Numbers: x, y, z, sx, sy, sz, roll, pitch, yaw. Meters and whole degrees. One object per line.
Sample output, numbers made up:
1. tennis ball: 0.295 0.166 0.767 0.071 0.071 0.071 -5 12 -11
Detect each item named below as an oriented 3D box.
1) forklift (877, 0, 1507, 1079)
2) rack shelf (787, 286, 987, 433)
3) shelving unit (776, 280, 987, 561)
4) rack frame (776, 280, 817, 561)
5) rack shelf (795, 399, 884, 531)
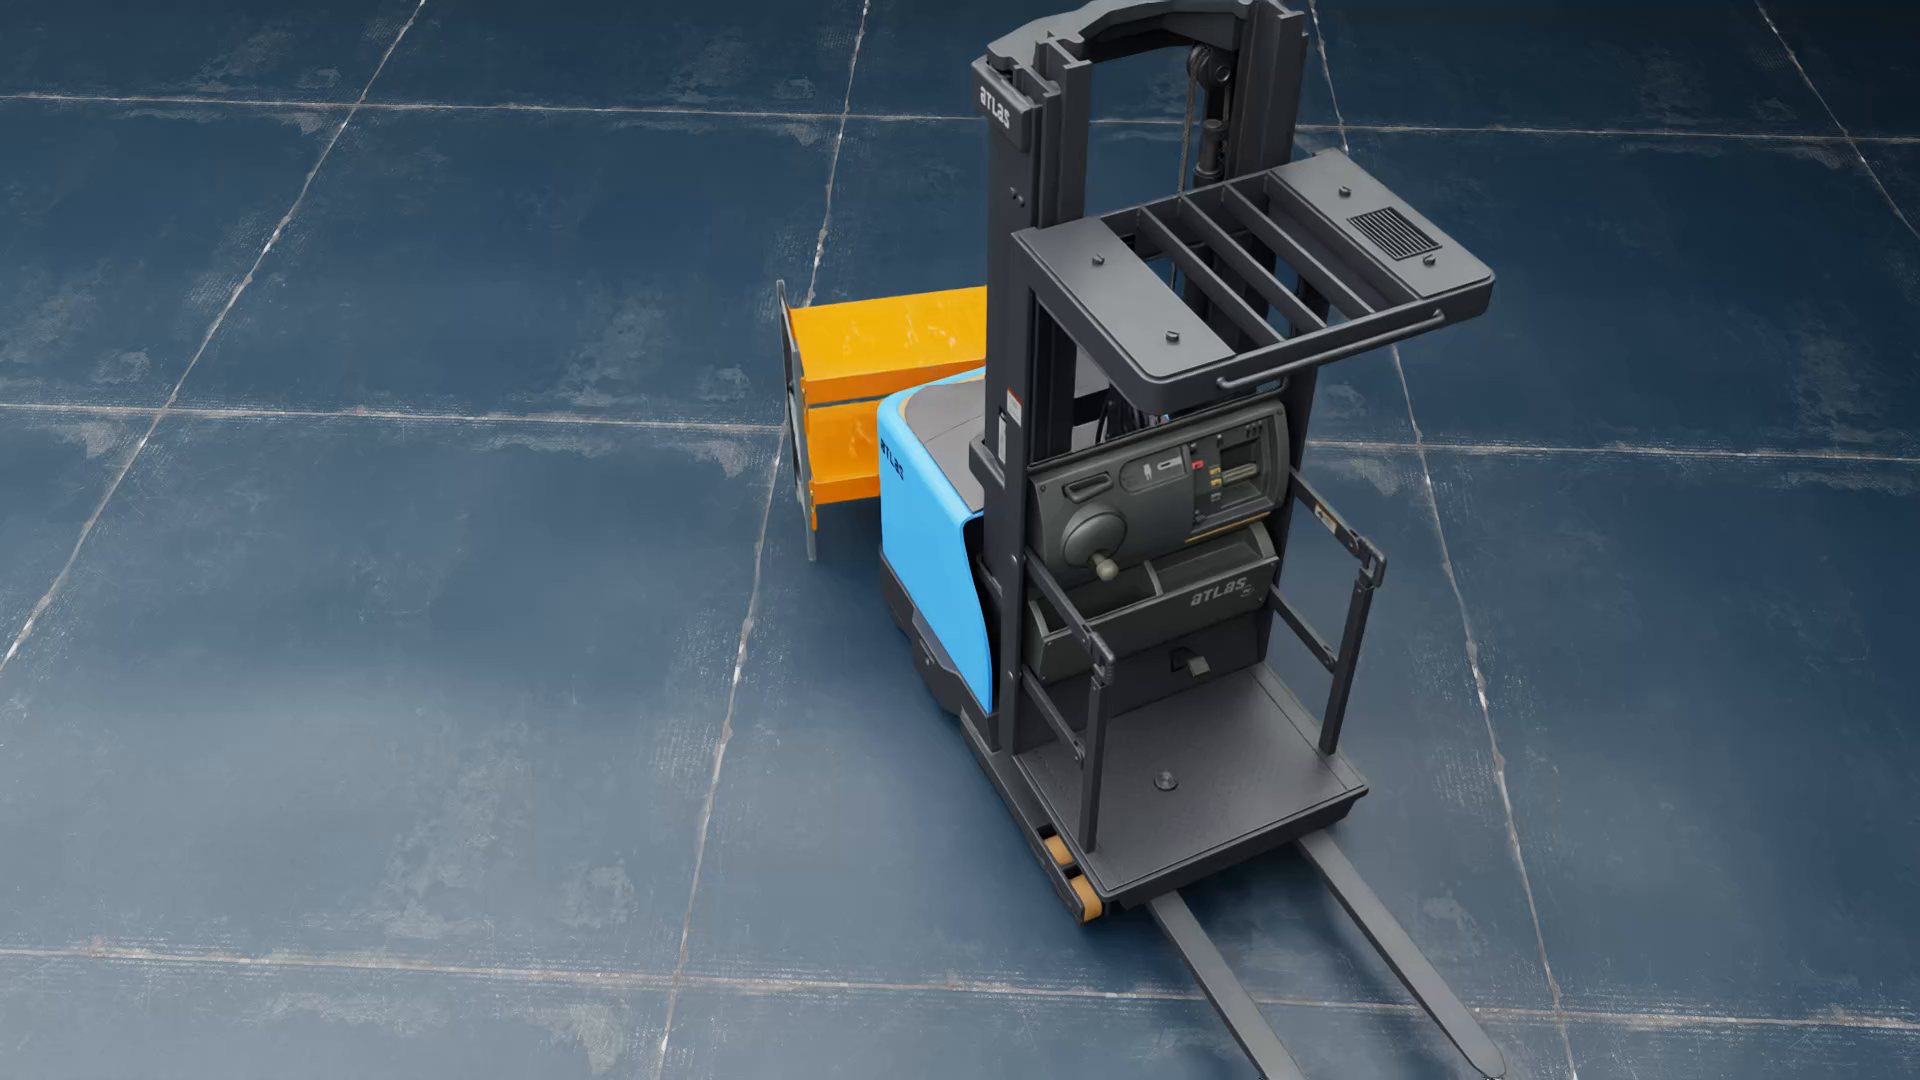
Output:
1. forklift: 0.761 -0.070 5.260 1.130 2.935 3.031 -18 46 -19
2. rack shelf: -0.192 -0.775 6.913 1.000 0.278 0.538 -8 44 -9
3. shelving unit: -0.192 -0.561 7.112 1.048 1.125 0.538 -8 44 -9
4. rack frame: -0.690 -0.490 7.036 0.032 1.125 0.500 -8 44 -9
5. rack shelf: -0.192 -0.382 7.279 1.000 0.278 0.538 -8 44 -9
